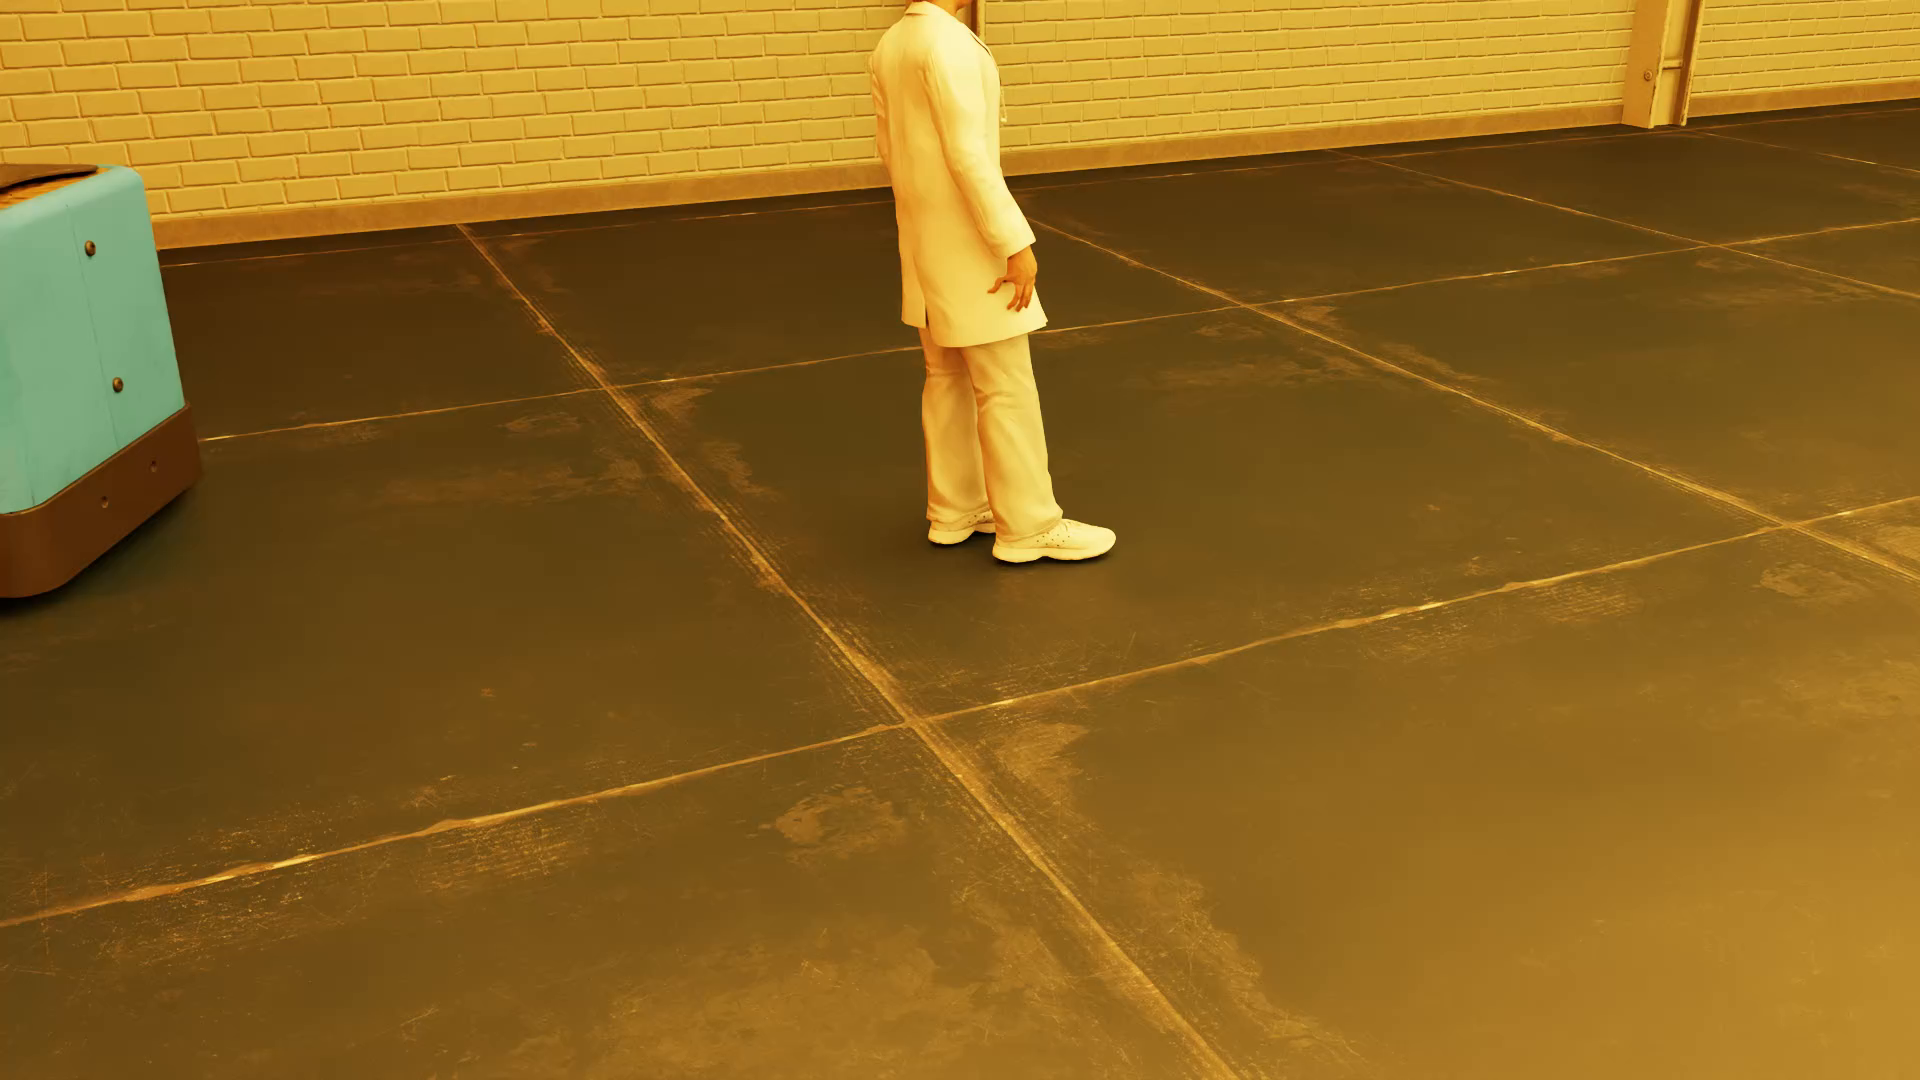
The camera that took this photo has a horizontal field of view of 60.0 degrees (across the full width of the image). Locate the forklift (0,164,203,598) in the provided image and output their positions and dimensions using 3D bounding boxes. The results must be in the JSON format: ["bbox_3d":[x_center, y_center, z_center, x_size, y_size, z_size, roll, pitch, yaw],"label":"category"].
[{"bbox_3d":[-3.993,-1.342,4.516,3.031,2.935,1.130,1,23,1],"label":"forklift"}]

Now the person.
[{"bbox_3d":[0.085,-0.841,4.796,0.578,1.778,0.696,-10,25,-23],"label":"person"}]
